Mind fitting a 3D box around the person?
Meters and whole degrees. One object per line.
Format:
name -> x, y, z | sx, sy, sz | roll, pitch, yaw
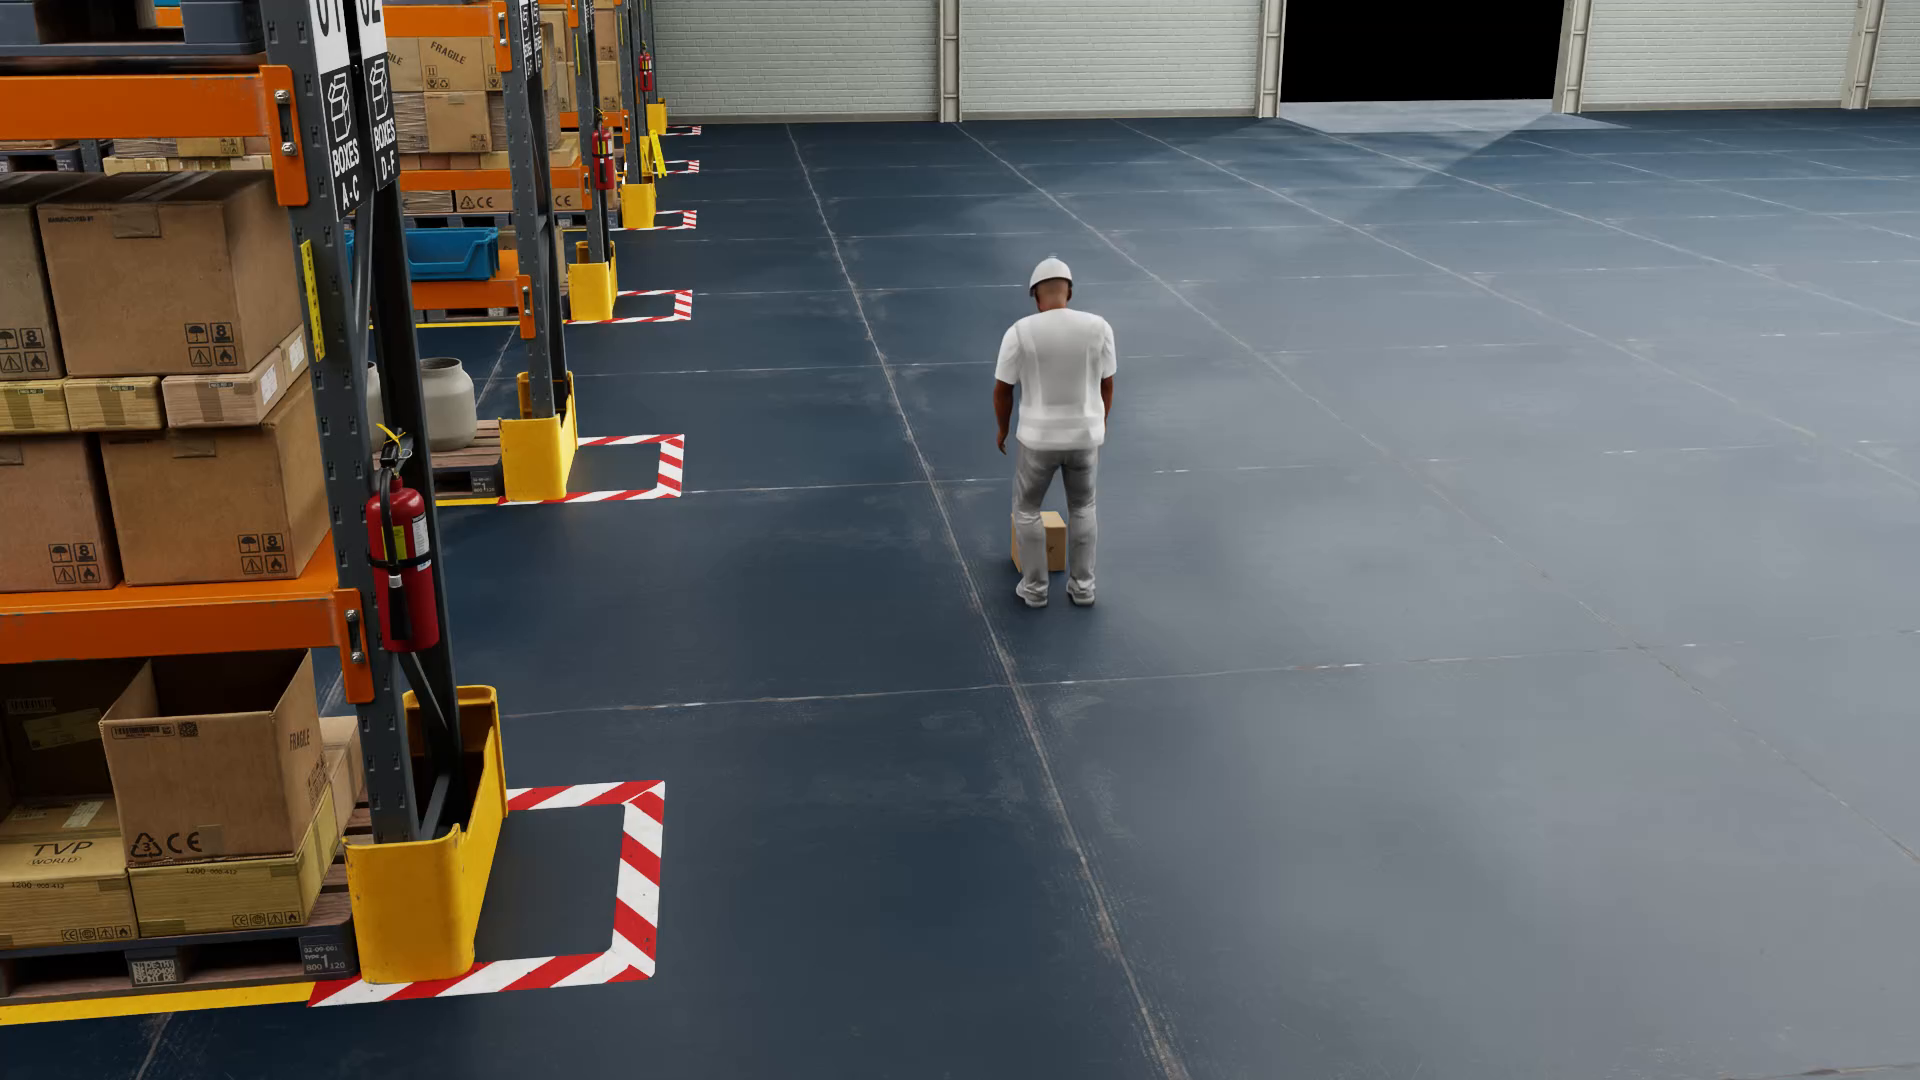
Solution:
person -> 0.455, -0.512, 8.159 | 0.595, 1.708, 0.472 | -2, 20, -6
